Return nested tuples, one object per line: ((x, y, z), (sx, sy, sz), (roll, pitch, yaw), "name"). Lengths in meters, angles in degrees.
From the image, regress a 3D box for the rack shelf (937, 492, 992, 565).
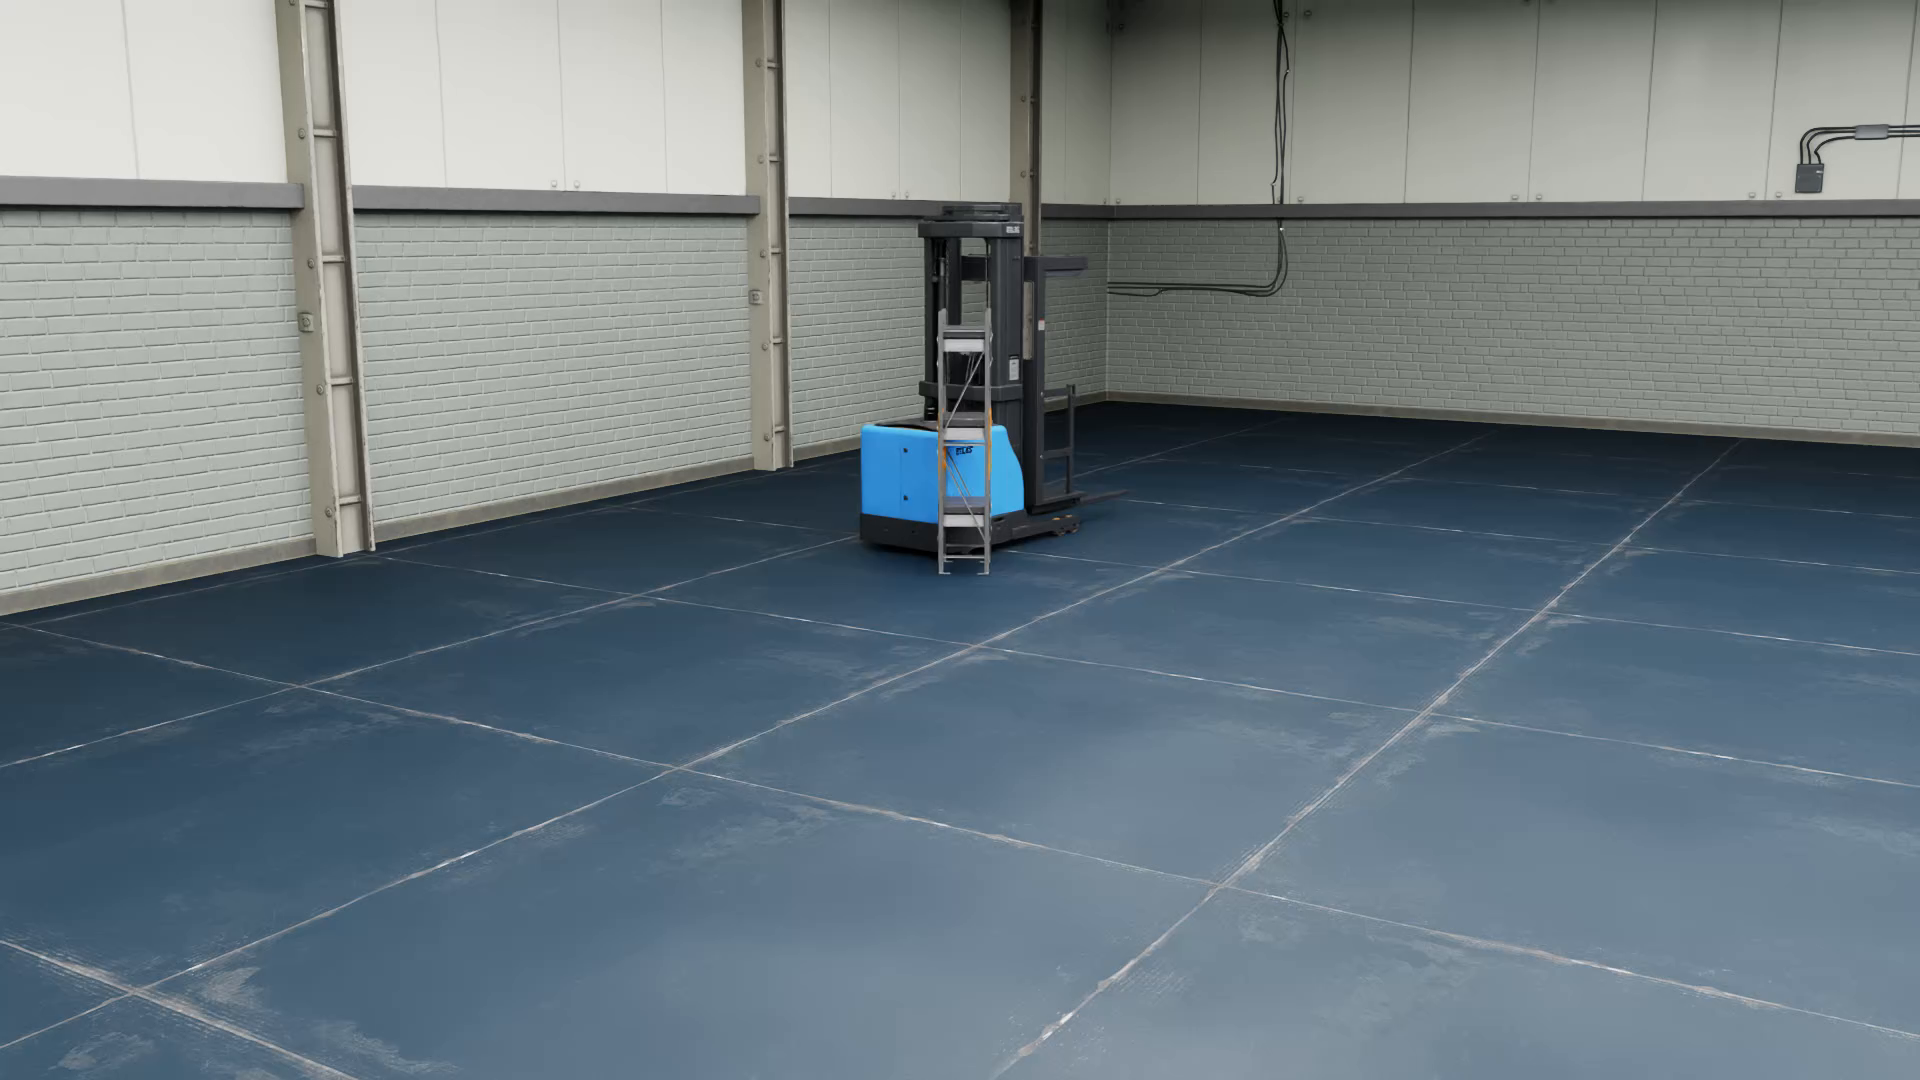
((0.041, -0.098, 13.565), (0.431, 0.518, 0.480), (0, 11, 2), "rack shelf")

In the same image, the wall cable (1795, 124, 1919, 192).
((11.702, -7.307, 20.204), (2.305, 6.003, 0.169), (6, 12, 31), "wall cable")

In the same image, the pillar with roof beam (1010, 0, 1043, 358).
((4.616, -5.797, 21.377), (9.100, 9.000, 0.400), (6, 12, 31), "pillar with roof beam")

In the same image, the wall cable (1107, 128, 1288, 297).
((3.596, -5.019, 25.660), (3.097, 2.526, 0.112), (6, 12, 31), "wall cable")

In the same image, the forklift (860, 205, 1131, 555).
((0.452, -1.529, 15.070), (1.130, 2.935, 3.031), (9, 14, 39), "forklift")

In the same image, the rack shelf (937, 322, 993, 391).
((0.041, -1.474, 13.307), (0.431, 0.518, 0.480), (0, 11, 2), "rack shelf")

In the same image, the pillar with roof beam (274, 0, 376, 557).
((-1.614, -3.909, 11.297), (9.100, 9.000, 0.400), (6, 12, 31), "pillar with roof beam")

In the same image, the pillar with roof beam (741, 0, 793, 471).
((1.501, -4.853, 16.337), (9.100, 9.000, 0.400), (6, 12, 31), "pillar with roof beam")

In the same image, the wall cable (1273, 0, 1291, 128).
((5.908, -7.243, 23.815), (3.097, 2.526, 0.112), (6, 12, 31), "wall cable")

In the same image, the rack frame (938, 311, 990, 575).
((0.031, -0.755, 13.194), (0.400, 2.100, 0.015), (0, 11, 2), "rack frame")

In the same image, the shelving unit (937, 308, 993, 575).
((0.041, -0.800, 13.433), (0.431, 2.100, 0.503), (0, 11, 2), "shelving unit")

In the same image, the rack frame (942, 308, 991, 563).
((0.052, -0.844, 13.673), (0.400, 2.100, 0.015), (0, 11, 2), "rack frame")

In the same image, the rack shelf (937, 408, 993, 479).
((0.041, -0.786, 13.436), (0.431, 0.518, 0.480), (0, 11, 2), "rack shelf")
